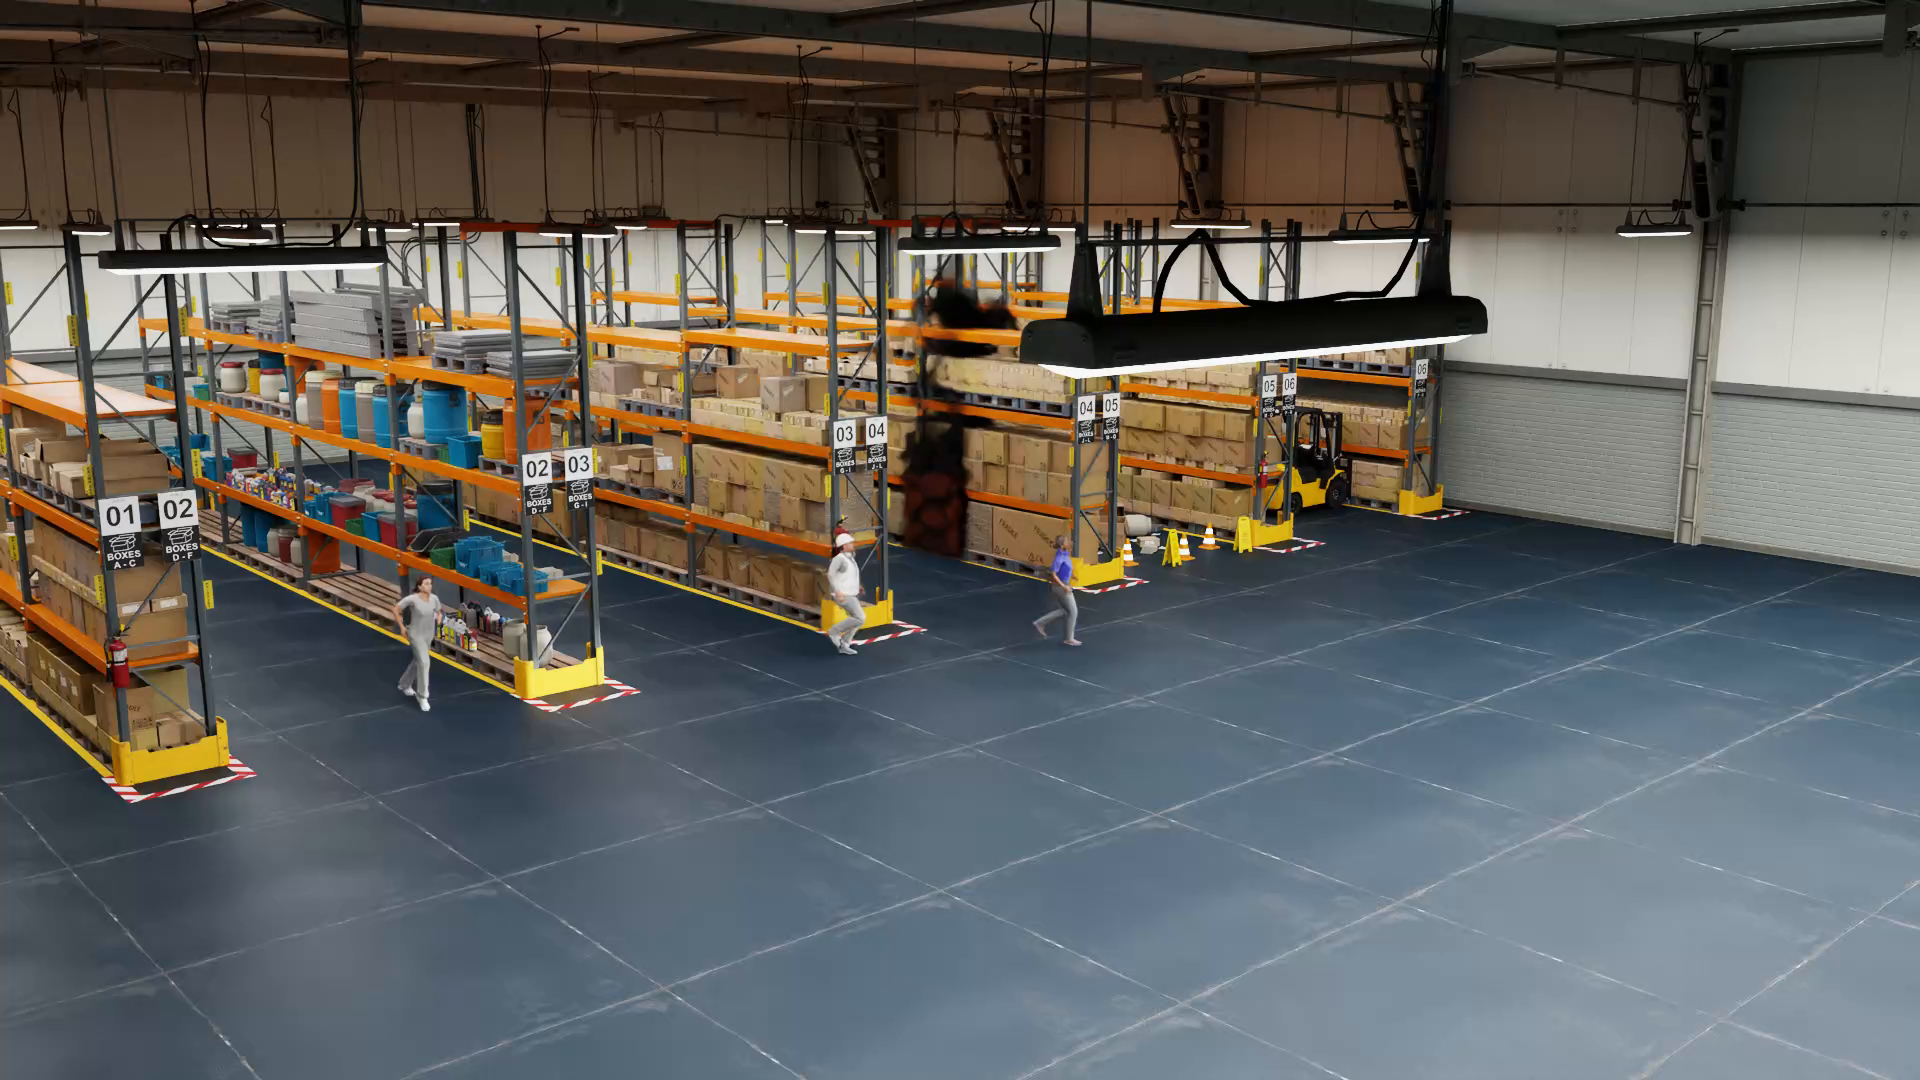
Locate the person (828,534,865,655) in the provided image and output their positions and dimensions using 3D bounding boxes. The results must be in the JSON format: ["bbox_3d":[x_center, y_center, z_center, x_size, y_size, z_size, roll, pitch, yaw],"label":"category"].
[{"bbox_3d":[-1.582,0.759,23.823,0.526,1.699,0.684,2,12,12],"label":"person"}]

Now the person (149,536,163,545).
[{"bbox_3d":[-13.302,0.071,27.326,0.921,1.648,0.609,7,14,32],"label":"person"}]

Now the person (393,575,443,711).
[{"bbox_3d":[-6.946,1.272,21.420,0.826,1.694,0.588,8,14,34],"label":"person"}]

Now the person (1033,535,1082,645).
[{"bbox_3d":[1.434,0.732,24.182,0.707,1.649,0.576,0,11,-1],"label":"person"}]
